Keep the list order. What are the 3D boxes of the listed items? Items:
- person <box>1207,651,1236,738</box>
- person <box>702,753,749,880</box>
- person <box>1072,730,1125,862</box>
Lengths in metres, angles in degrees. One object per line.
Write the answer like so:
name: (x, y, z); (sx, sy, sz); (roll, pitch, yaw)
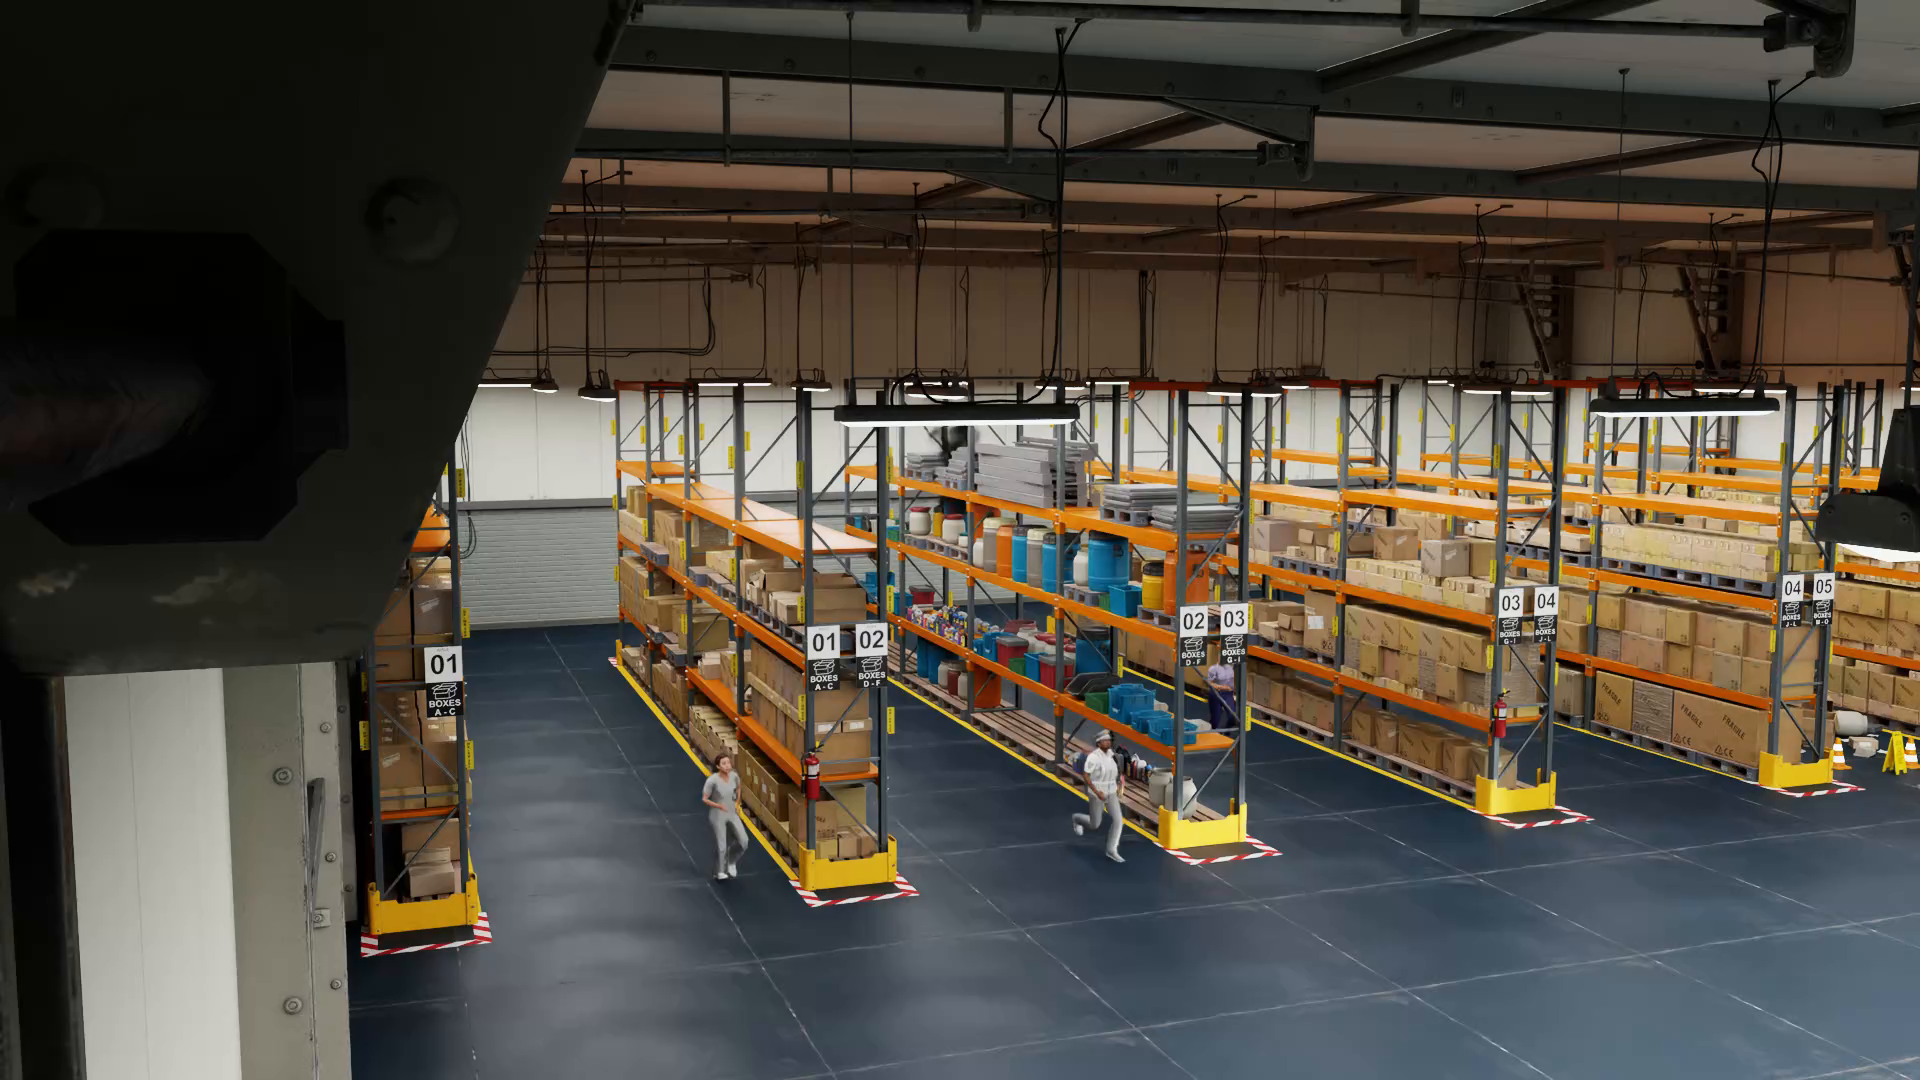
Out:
person: (4.343, 2.646, 27.434); (0.619, 1.680, 0.691); (-2, 7, -22)
person: (-2.854, 3.381, 20.231); (0.592, 1.611, 0.638); (-4, 7, -34)
person: (1.816, 3.264, 21.473); (0.569, 1.678, 0.863); (-4, 7, -35)
